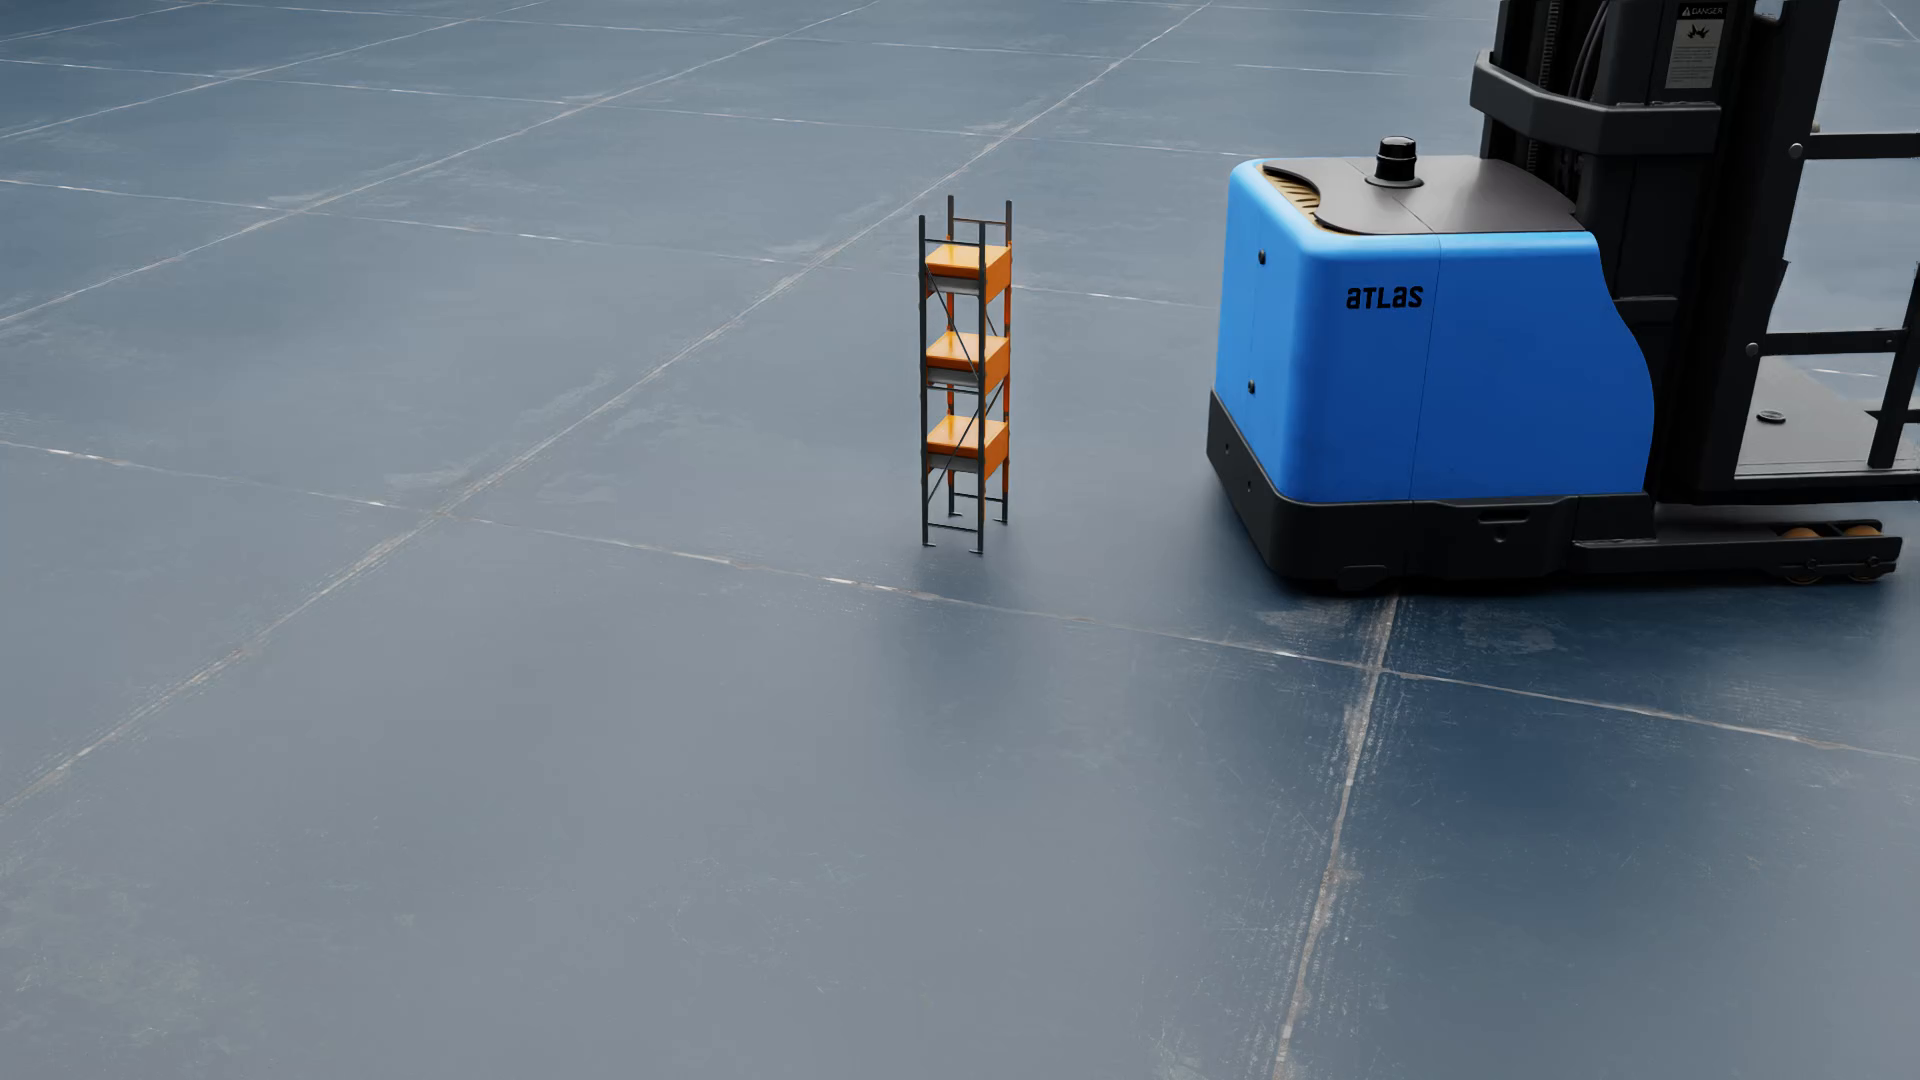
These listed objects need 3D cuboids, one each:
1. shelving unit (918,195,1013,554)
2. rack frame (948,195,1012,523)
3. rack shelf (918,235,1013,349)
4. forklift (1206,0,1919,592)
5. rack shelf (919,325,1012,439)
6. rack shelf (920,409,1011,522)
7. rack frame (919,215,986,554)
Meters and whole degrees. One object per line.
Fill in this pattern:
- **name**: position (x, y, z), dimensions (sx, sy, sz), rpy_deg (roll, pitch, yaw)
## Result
- **shelving unit**: position (0.018, -0.495, 5.067), dimensions (0.215, 1.050, 0.252), rpy_deg (9, 27, 17)
- **rack frame**: position (0.058, -0.545, 5.170), dimensions (0.200, 1.050, 0.008), rpy_deg (9, 27, 17)
- **rack shelf**: position (0.018, -0.740, 4.948), dimensions (0.215, 0.259, 0.240), rpy_deg (9, 27, 17)
- **forklift**: position (2.387, -1.415, 4.808), dimensions (3.031, 2.935, 1.130), rpy_deg (-2, 26, -4)
- **rack shelf**: position (0.018, -0.485, 5.071), dimensions (0.215, 0.259, 0.240), rpy_deg (9, 27, 17)
- **rack shelf**: position (0.018, -0.235, 5.192), dimensions (0.215, 0.259, 0.240), rpy_deg (9, 27, 17)
- **rack frame**: position (-0.023, -0.444, 4.963), dimensions (0.200, 1.050, 0.008), rpy_deg (9, 27, 17)
